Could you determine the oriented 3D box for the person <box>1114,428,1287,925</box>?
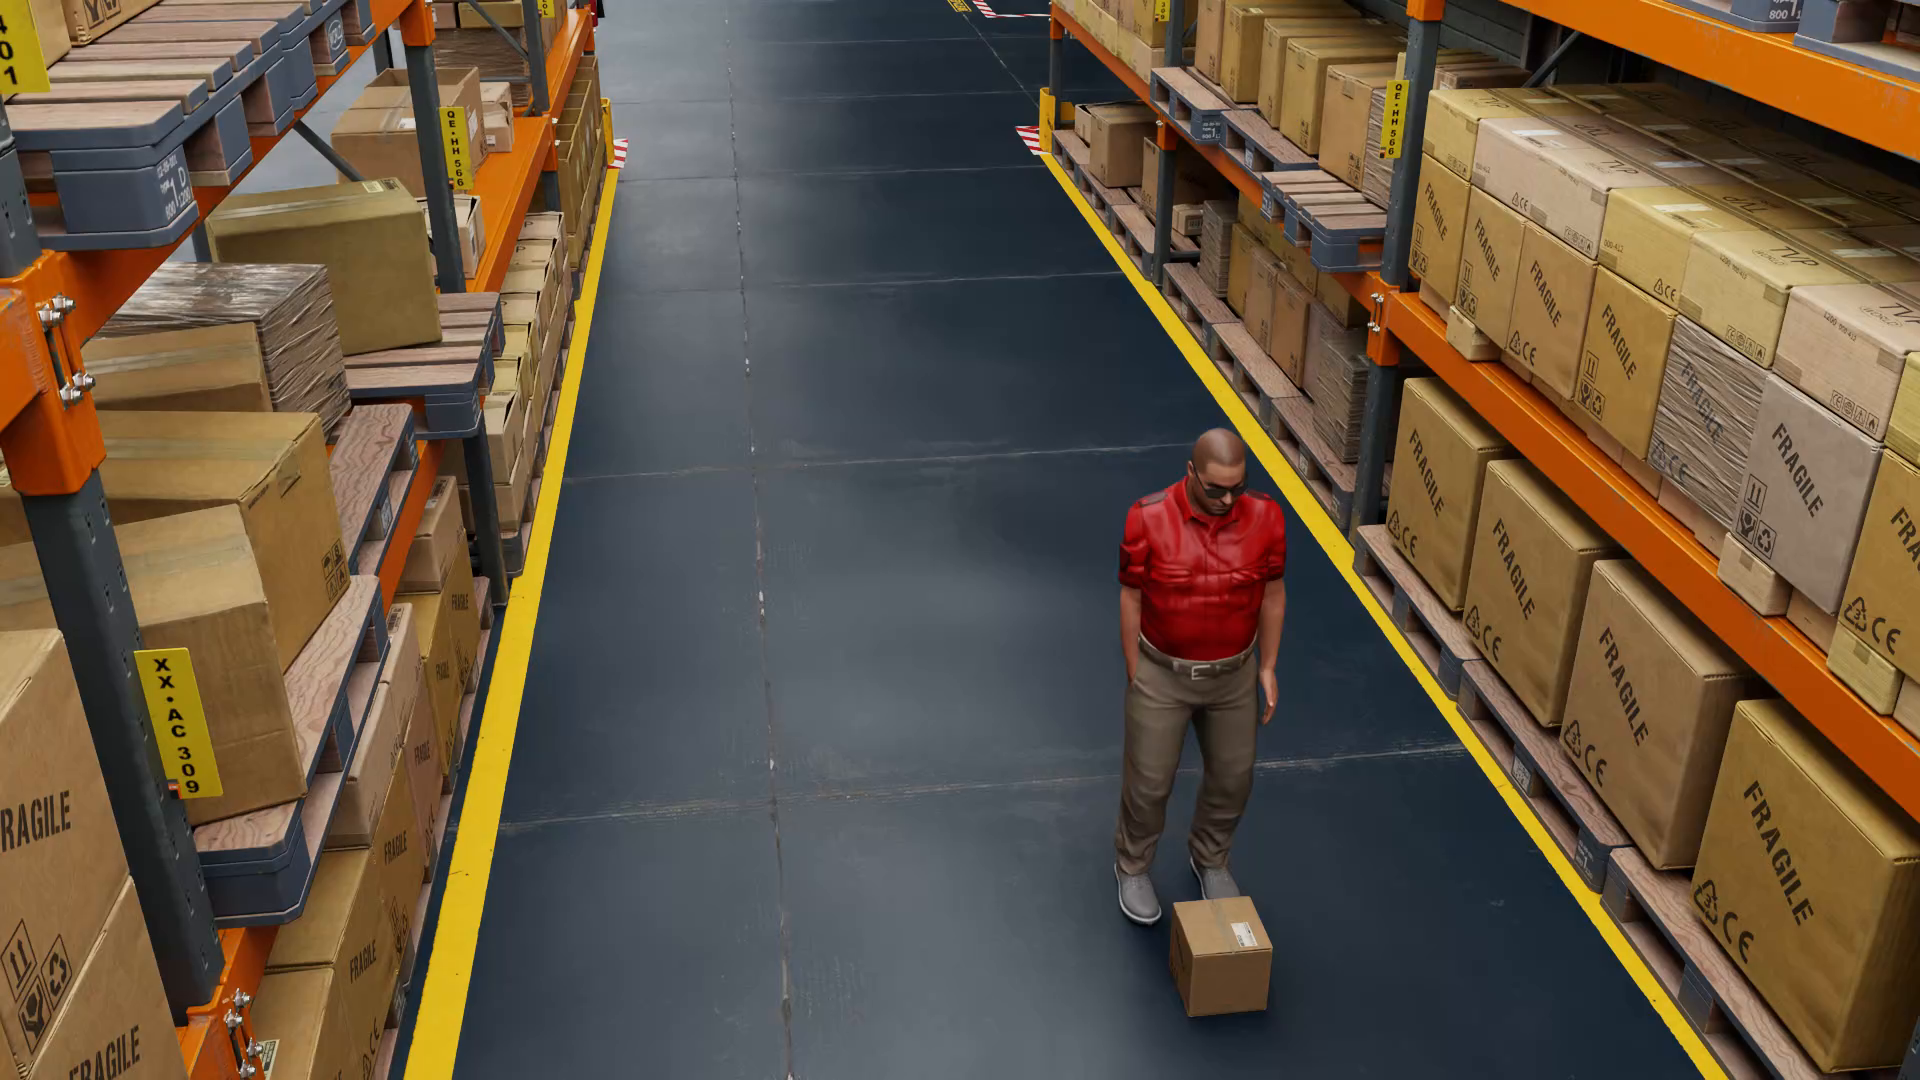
[{"bbox_3d":[0.765,0.439,5.295,0.534,1.718,0.343,-3,27,-6],"label":"person"}]
